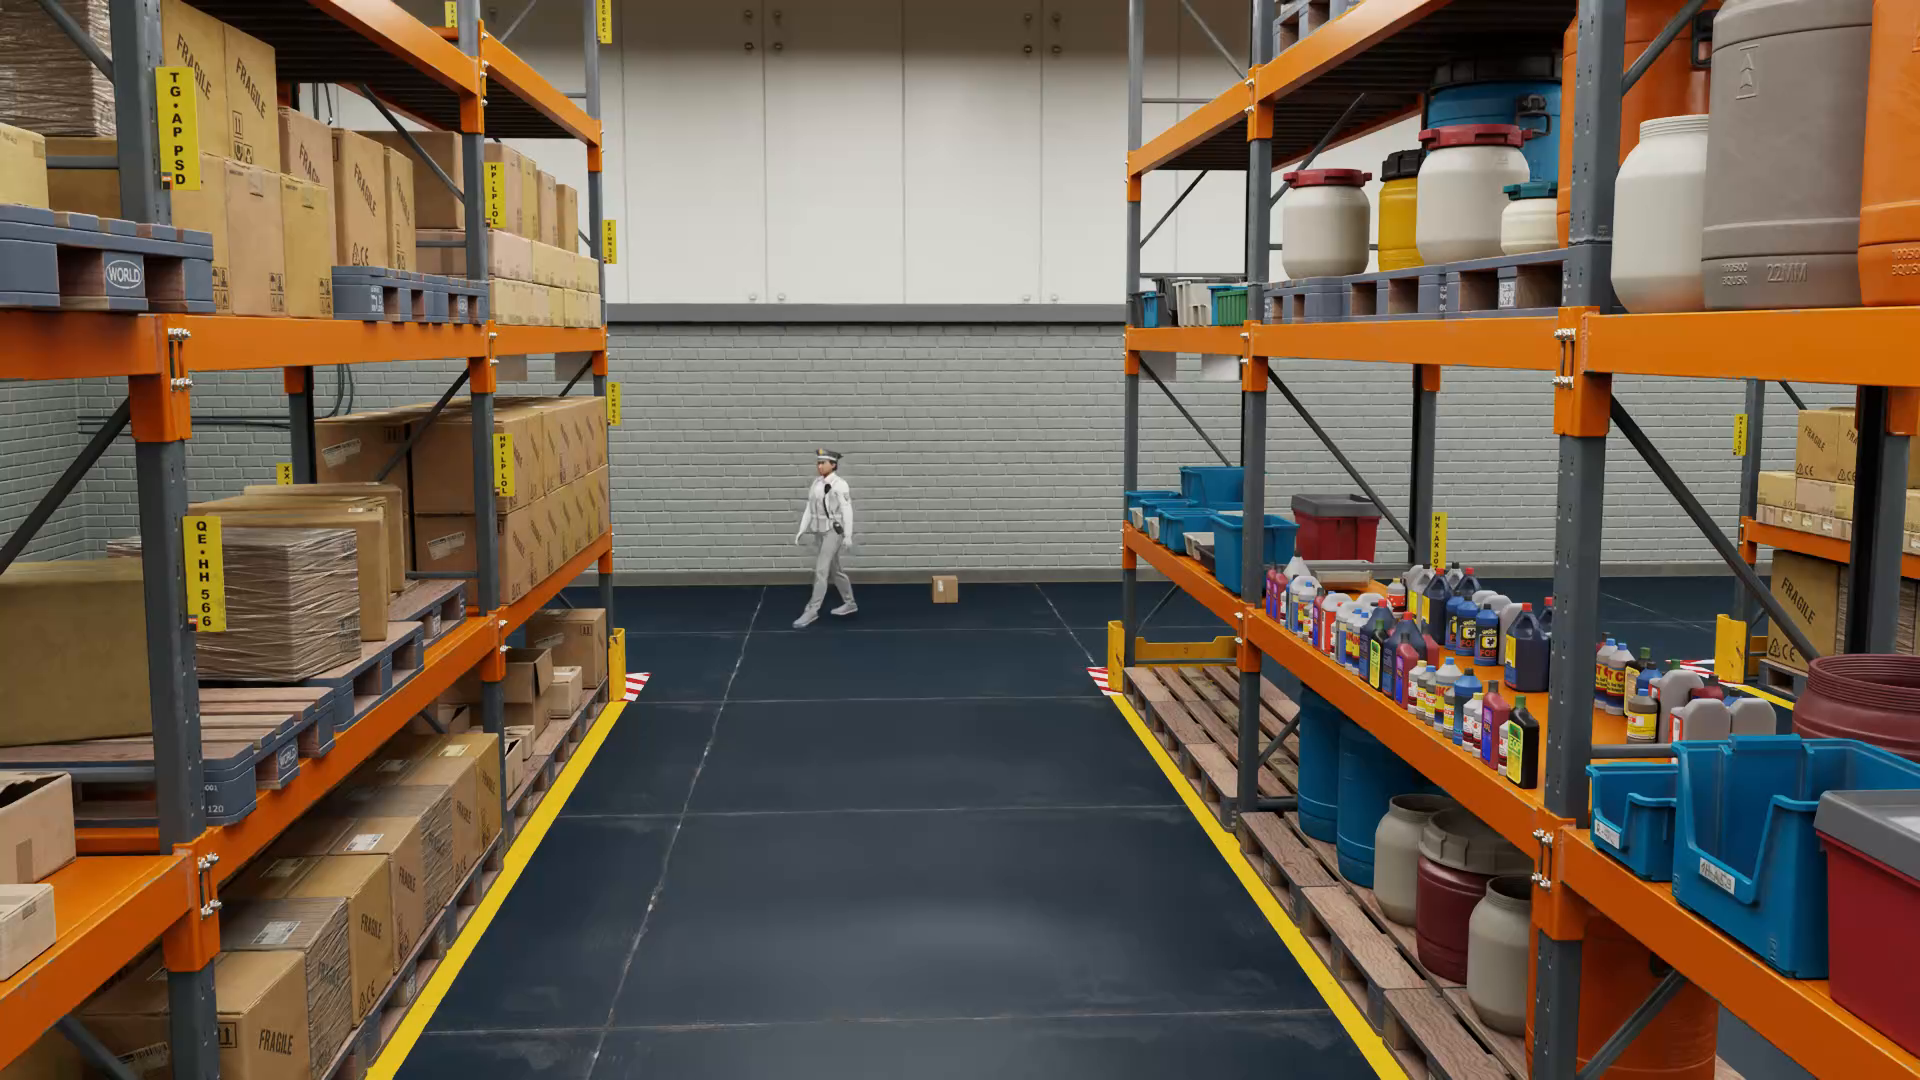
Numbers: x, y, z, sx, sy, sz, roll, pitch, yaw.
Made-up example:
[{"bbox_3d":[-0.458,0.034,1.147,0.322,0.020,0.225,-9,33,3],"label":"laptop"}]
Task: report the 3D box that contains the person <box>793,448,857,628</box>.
[{"bbox_3d":[-1.330,-0.050,16.013,0.862,1.679,0.501,-6,9,-41],"label":"person"}]
